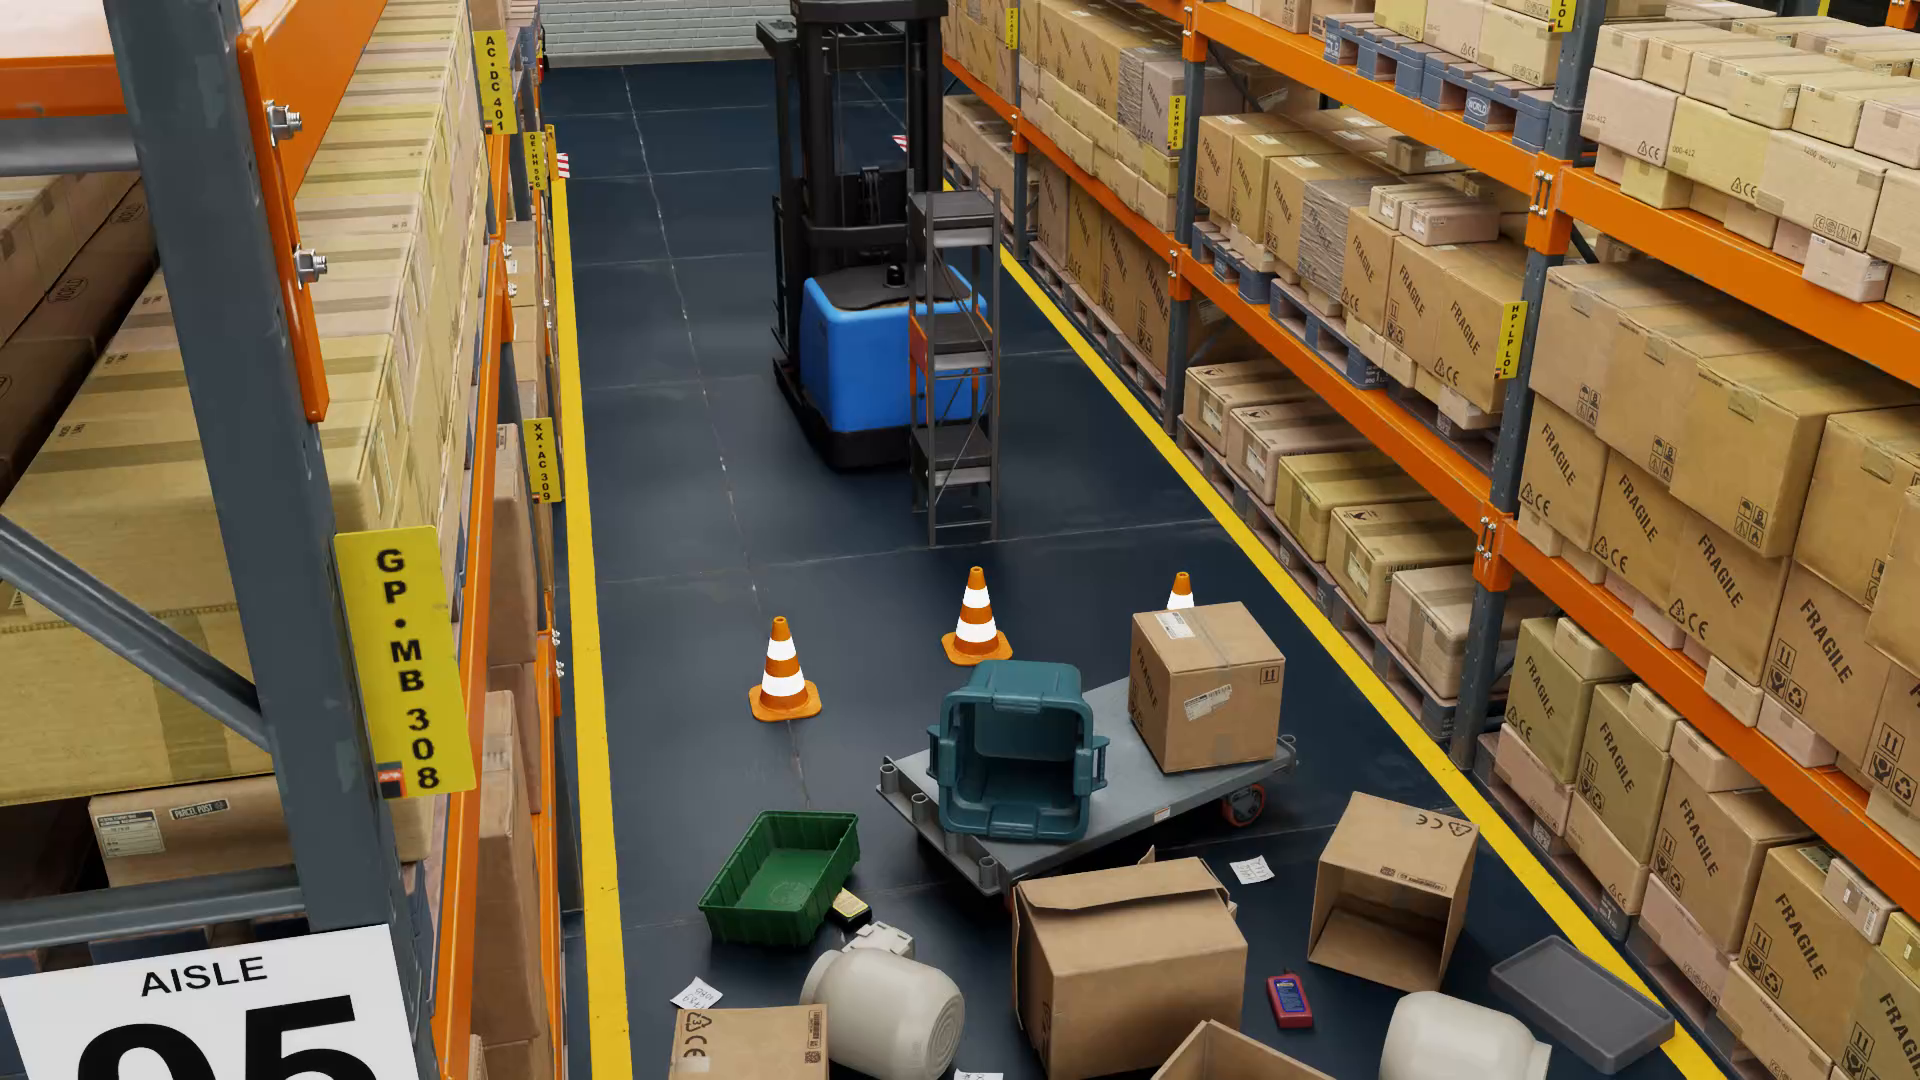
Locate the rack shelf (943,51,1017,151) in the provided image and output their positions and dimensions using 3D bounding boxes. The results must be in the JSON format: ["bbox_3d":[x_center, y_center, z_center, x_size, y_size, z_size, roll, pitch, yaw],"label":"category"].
[{"bbox_3d":[0.517,-4.418,15.973,1.077,0.370,4.000,-6,27,-12],"label":"rack shelf"}]

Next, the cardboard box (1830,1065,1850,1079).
[{"bbox_3d":[3.119,1.891,5.260,0.500,0.250,0.500,-6,27,-11],"label":"cardboard box"}]

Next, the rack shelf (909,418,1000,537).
[{"bbox_3d":[-0.037,-0.373,9.742,0.431,0.518,0.480,-6,27,-12],"label":"rack shelf"}]

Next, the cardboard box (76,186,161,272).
[{"bbox_3d":[-1.848,-0.531,3.404,0.500,0.250,0.500,-6,27,-11],"label":"cardboard box"}]

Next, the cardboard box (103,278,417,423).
[{"bbox_3d":[-1.007,-0.262,2.429,0.380,0.149,0.250,-6,27,-12],"label":"cardboard box"}]

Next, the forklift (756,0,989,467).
[{"bbox_3d":[-0.717,-2.411,11.275,1.130,2.935,3.031,-8,28,-15],"label":"forklift"}]

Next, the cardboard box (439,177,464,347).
[{"bbox_3d":[-1.329,-0.586,3.512,0.500,0.250,0.500,-6,27,-12],"label":"cardboard box"}]

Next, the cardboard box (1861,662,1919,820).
[{"bbox_3d":[3.063,0.579,4.833,0.500,0.500,0.500,-6,27,-12],"label":"cardboard box"}]

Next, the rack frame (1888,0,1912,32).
[{"bbox_3d":[6.704,-2.611,11.594,1.000,3.000,0.127,-6,27,-12],"label":"rack frame"}]

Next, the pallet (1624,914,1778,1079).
[{"bbox_3d":[3.235,1.724,6.101,1.003,0.211,1.213,-6,27,-12],"label":"pallet"}]

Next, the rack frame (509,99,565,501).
[{"bbox_3d":[-2.931,-1.558,9.508,1.000,3.000,0.127,-6,27,-12],"label":"rack frame"}]

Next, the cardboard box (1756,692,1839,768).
[{"bbox_3d":[2.892,0.604,5.503,0.380,0.149,0.250,-6,27,-12],"label":"cardboard box"}]

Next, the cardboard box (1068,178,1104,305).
[{"bbox_3d":[1.396,-2.440,13.148,0.875,0.875,0.875,-5,27,-10],"label":"cardboard box"}]

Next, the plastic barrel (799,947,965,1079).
[{"bbox_3d":[-0.279,1.690,5.931,0.512,0.421,0.421,13,30,24],"label":"plastic barrel"}]

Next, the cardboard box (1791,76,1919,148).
[{"bbox_3d":[2.800,-1.311,5.083,0.380,0.149,0.250,-7,28,-13],"label":"cardboard box"}]

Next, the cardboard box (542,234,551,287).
[{"bbox_3d":[-3.182,-1.962,11.783,0.500,0.250,0.500,-7,28,-14],"label":"cardboard box"}]

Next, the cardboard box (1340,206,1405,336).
[{"bbox_3d":[2.219,-1.338,8.165,0.500,0.500,0.500,-5,27,-10],"label":"cardboard box"}]

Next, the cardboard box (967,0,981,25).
[{"bbox_3d":[0.362,-4.977,15.062,0.500,0.500,0.500,-6,27,-11],"label":"cardboard box"}]

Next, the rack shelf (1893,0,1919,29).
[{"bbox_3d":[7.155,-2.751,9.340,1.077,0.370,4.000,-6,27,-12],"label":"rack shelf"}]

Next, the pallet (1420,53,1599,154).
[{"bbox_3d":[2.735,-1.886,7.038,1.213,0.211,1.003,-6,27,-12],"label":"pallet"}]

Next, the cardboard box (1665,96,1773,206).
[{"bbox_3d":[2.728,-1.308,5.519,0.500,0.250,0.500,-6,27,-12],"label":"cardboard box"}]

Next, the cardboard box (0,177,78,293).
[{"bbox_3d":[-1.821,-0.533,2.965,0.380,0.149,0.250,-6,27,-12],"label":"cardboard box"}]

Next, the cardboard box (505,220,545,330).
[{"bbox_3d":[-2.568,-1.432,9.148,0.500,0.500,0.500,-6,27,-12],"label":"cardboard box"}]

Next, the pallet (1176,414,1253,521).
[{"bbox_3d":[2.044,-0.517,10.540,1.003,0.211,1.213,-6,27,-12],"label":"pallet"}]

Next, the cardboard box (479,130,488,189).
[{"bbox_3d":[-1.636,-1.134,5.040,0.380,0.149,0.250,-6,27,-12],"label":"cardboard box"}]

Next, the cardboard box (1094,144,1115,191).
[{"bbox_3d":[1.274,-2.679,11.896,0.500,0.250,0.500,-6,27,-12],"label":"cardboard box"}]

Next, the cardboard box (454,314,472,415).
[{"bbox_3d":[-1.235,-0.354,3.495,0.380,0.149,0.250,-6,27,-11],"label":"cardboard box"}]

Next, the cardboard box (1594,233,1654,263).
[{"bbox_3d":[3.009,-1.246,7.263,0.380,0.149,0.250,-6,27,-12],"label":"cardboard box"}]

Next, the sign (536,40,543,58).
[{"bbox_3d":[-3.292,-3.889,12.841,0.100,0.325,0.005,-6,27,-12],"label":"sign"}]

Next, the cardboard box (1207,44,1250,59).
[{"bbox_3d":[1.875,-3.054,11.252,0.500,0.500,0.500,-6,27,-11],"label":"cardboard box"}]

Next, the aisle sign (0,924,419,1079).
[{"bbox_3d":[-0.820,0.794,1.963,0.394,0.787,0.004,-6,27,-12],"label":"aisle sign"}]

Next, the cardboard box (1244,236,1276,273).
[{"bbox_3d":[1.851,-1.644,9.490,0.380,0.149,0.250,-6,27,-11],"label":"cardboard box"}]

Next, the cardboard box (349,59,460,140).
[{"bbox_3d":[-1.407,-1.044,3.978,0.380,0.149,0.250,-6,27,-11],"label":"cardboard box"}]

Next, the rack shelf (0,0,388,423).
[{"bbox_3d":[-1.579,-1.103,3.190,1.077,0.370,4.000,-6,27,-12],"label":"rack shelf"}]

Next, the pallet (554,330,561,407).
[{"bbox_3d":[-3.377,-1.191,11.875,1.003,0.211,1.213,-6,27,-12],"label":"pallet"}]

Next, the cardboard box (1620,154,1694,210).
[{"bbox_3d":[2.604,-1.293,5.933,0.380,0.149,0.250,-6,27,-12],"label":"cardboard box"}]

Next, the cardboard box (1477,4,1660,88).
[{"bbox_3d":[2.498,-2.050,6.855,0.500,0.250,0.500,-6,28,-13],"label":"cardboard box"}]

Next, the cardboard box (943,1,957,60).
[{"bbox_3d":[0.133,-4.978,16.172,0.500,0.500,0.500,-6,27,-12],"label":"cardboard box"}]

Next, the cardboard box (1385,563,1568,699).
[{"bbox_3d":[2.650,0.406,8.066,0.950,0.372,0.625,-6,27,-11],"label":"cardboard box"}]

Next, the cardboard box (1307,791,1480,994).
[{"bbox_3d":[1.686,1.374,6.470,0.500,0.500,0.500,13,30,24],"label":"cardboard box"}]

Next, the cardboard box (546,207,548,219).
[{"bbox_3d":[-3.933,-2.987,15.037,0.380,0.149,0.250,-7,28,-13],"label":"cardboard box"}]

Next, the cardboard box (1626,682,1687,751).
[{"bbox_3d":[2.728,0.639,6.188,0.380,0.149,0.250,-5,27,-10],"label":"cardboard box"}]

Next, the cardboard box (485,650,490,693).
[{"bbox_3d":[-1.755,0.295,4.472,0.875,0.550,0.550,-6,27,-12],"label":"cardboard box"}]

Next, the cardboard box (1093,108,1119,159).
[{"bbox_3d":[1.258,-2.896,11.770,0.500,0.250,0.500,-7,28,-13],"label":"cardboard box"}]

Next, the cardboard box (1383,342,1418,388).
[{"bbox_3d":[2.250,-0.849,7.917,0.380,0.149,0.250,-6,27,-12],"label":"cardboard box"}]

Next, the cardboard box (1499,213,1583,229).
[{"bbox_3d":[2.733,-1.387,8.262,0.500,0.500,0.500,-6,27,-12],"label":"cardboard box"}]

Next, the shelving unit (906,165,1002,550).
[{"bbox_3d":[-0.037,-1.010,9.421,0.431,2.100,0.503,-6,27,-12],"label":"shelving unit"}]

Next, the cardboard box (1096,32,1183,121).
[{"bbox_3d":[1.269,-3.240,11.619,0.500,0.500,0.500,-6,27,-12],"label":"cardboard box"}]

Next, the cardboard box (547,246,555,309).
[{"bbox_3d":[-3.420,-2.086,12.863,0.500,0.500,0.500,-6,27,-13],"label":"cardboard box"}]

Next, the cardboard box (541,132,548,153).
[{"bbox_3d":[-4.185,-3.827,16.041,0.380,0.149,0.250,-7,28,-13],"label":"cardboard box"}]
